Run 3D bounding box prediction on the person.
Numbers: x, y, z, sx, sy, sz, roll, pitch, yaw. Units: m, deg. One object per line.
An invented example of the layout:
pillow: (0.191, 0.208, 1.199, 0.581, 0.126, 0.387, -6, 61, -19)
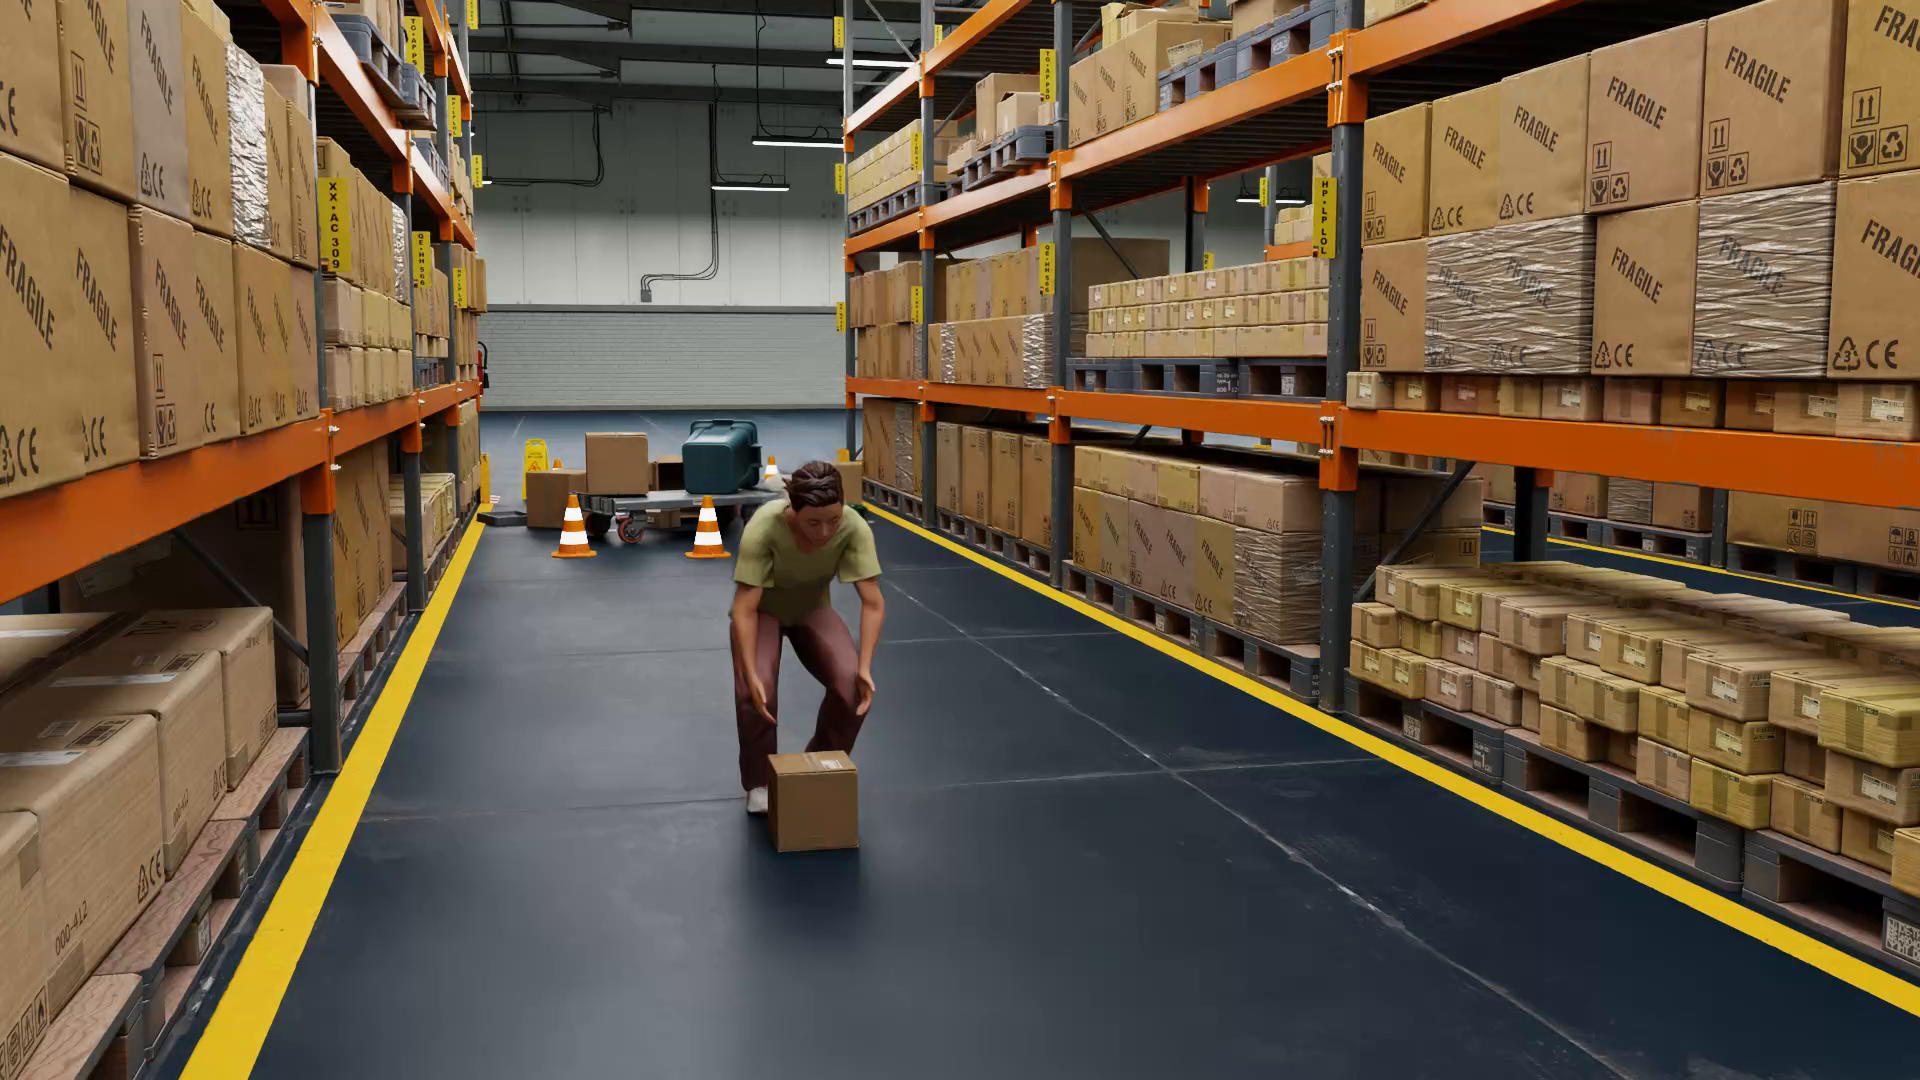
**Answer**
person: (-0.519, 0.312, 5.551, 0.506, 1.187, 0.730, -2, 6, -14)
